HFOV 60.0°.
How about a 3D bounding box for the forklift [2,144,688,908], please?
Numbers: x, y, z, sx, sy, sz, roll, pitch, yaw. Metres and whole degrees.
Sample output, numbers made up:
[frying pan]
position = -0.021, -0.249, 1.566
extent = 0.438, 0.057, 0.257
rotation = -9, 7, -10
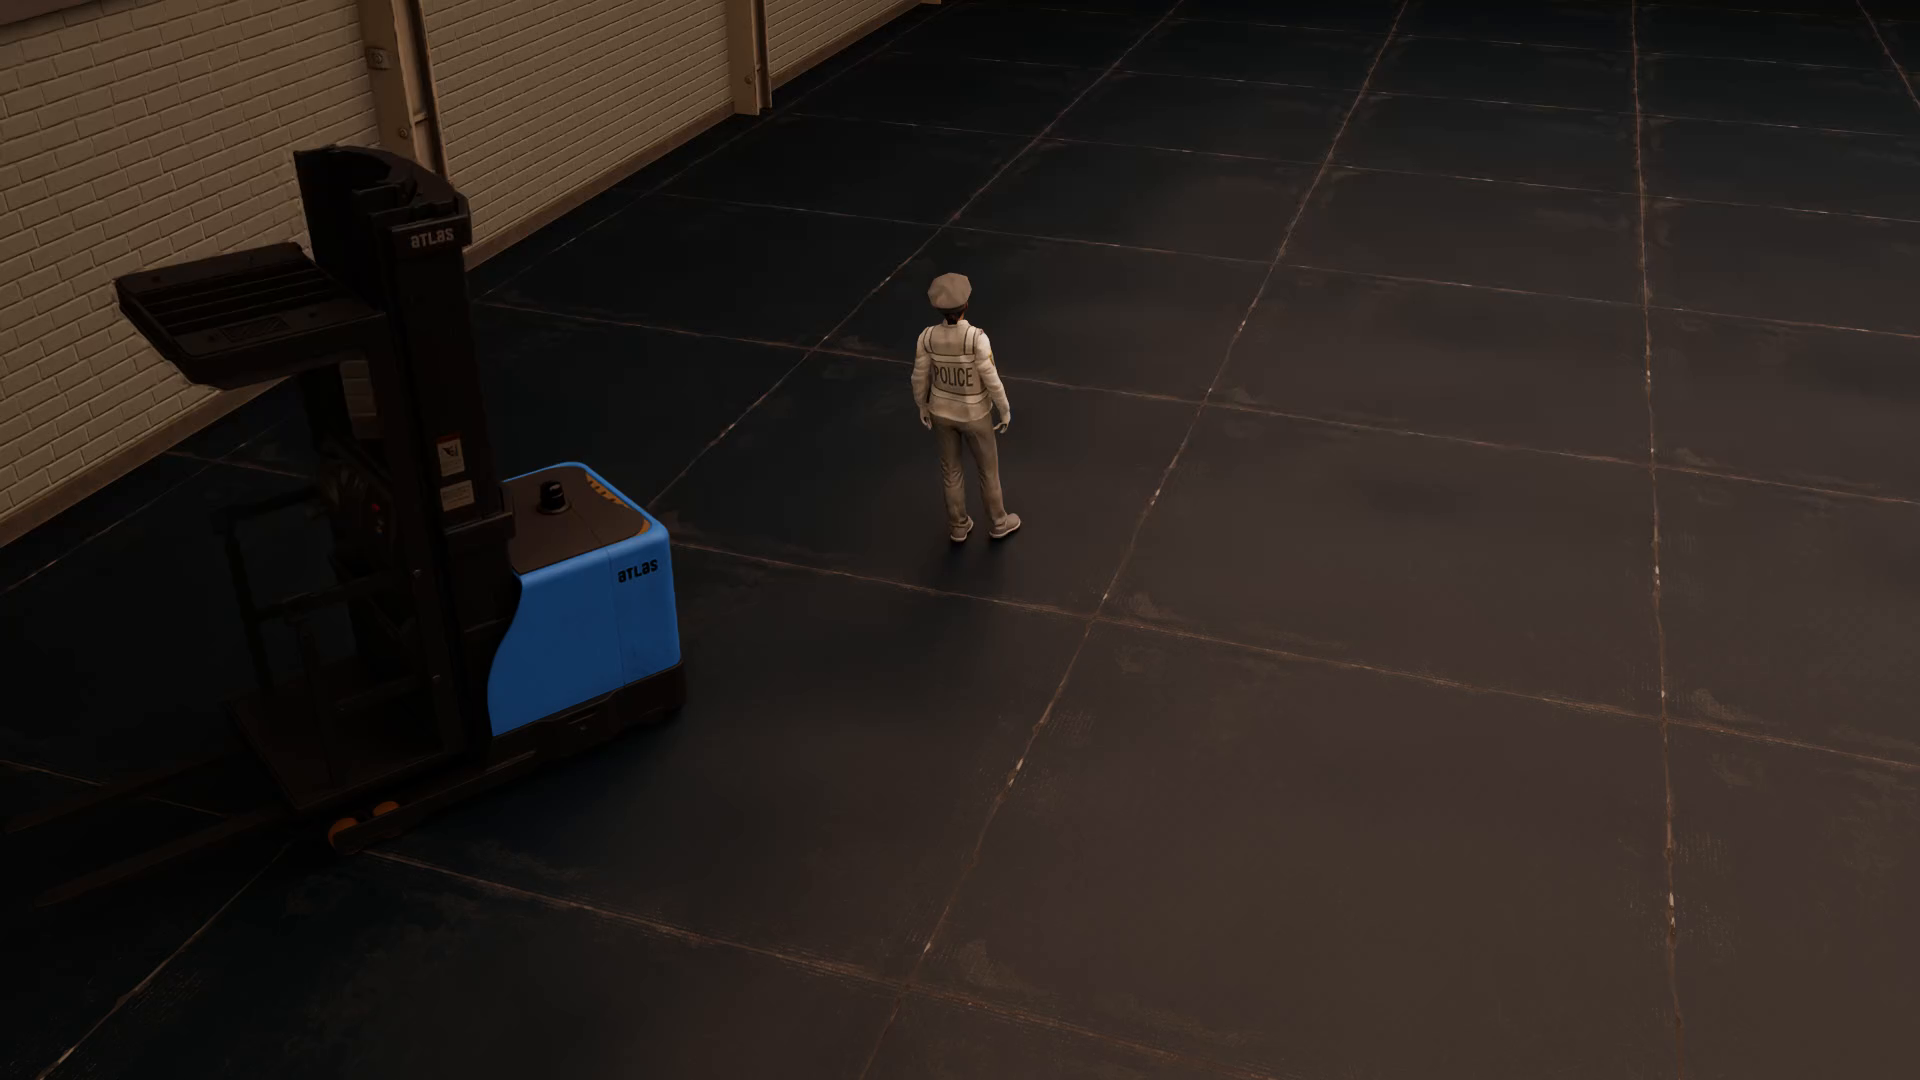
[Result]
[forklift]
position = -2.871, -0.135, 7.373
extent = 3.031, 2.935, 1.130
rotation = -21, 36, -32

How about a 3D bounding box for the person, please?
[person]
position = 0.029, -0.773, 9.727
extent = 0.586, 1.694, 0.532
rotation = 10, 31, 16
